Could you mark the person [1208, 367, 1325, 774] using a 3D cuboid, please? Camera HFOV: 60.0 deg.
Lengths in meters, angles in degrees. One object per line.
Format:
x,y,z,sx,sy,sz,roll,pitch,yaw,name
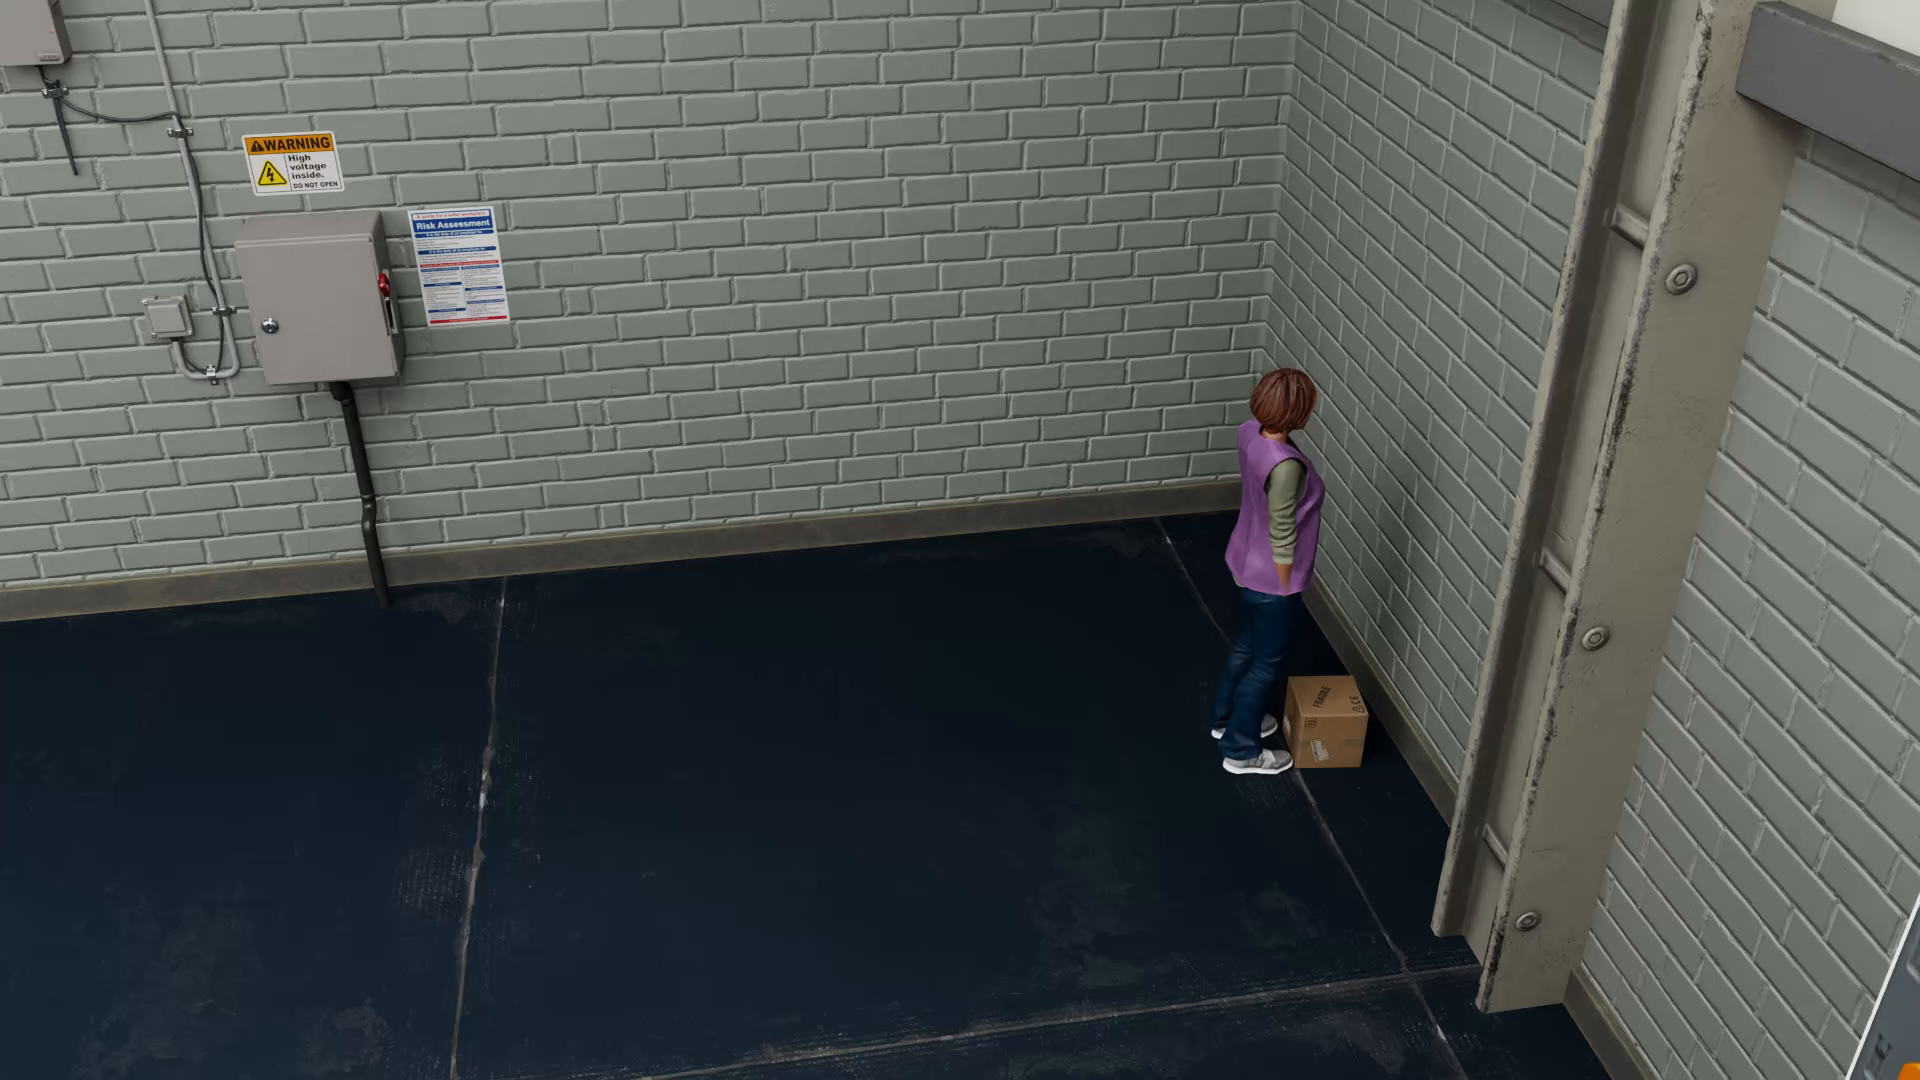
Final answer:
1.098,0.114,5.957,0.310,1.596,0.406,-5,31,-8,person
